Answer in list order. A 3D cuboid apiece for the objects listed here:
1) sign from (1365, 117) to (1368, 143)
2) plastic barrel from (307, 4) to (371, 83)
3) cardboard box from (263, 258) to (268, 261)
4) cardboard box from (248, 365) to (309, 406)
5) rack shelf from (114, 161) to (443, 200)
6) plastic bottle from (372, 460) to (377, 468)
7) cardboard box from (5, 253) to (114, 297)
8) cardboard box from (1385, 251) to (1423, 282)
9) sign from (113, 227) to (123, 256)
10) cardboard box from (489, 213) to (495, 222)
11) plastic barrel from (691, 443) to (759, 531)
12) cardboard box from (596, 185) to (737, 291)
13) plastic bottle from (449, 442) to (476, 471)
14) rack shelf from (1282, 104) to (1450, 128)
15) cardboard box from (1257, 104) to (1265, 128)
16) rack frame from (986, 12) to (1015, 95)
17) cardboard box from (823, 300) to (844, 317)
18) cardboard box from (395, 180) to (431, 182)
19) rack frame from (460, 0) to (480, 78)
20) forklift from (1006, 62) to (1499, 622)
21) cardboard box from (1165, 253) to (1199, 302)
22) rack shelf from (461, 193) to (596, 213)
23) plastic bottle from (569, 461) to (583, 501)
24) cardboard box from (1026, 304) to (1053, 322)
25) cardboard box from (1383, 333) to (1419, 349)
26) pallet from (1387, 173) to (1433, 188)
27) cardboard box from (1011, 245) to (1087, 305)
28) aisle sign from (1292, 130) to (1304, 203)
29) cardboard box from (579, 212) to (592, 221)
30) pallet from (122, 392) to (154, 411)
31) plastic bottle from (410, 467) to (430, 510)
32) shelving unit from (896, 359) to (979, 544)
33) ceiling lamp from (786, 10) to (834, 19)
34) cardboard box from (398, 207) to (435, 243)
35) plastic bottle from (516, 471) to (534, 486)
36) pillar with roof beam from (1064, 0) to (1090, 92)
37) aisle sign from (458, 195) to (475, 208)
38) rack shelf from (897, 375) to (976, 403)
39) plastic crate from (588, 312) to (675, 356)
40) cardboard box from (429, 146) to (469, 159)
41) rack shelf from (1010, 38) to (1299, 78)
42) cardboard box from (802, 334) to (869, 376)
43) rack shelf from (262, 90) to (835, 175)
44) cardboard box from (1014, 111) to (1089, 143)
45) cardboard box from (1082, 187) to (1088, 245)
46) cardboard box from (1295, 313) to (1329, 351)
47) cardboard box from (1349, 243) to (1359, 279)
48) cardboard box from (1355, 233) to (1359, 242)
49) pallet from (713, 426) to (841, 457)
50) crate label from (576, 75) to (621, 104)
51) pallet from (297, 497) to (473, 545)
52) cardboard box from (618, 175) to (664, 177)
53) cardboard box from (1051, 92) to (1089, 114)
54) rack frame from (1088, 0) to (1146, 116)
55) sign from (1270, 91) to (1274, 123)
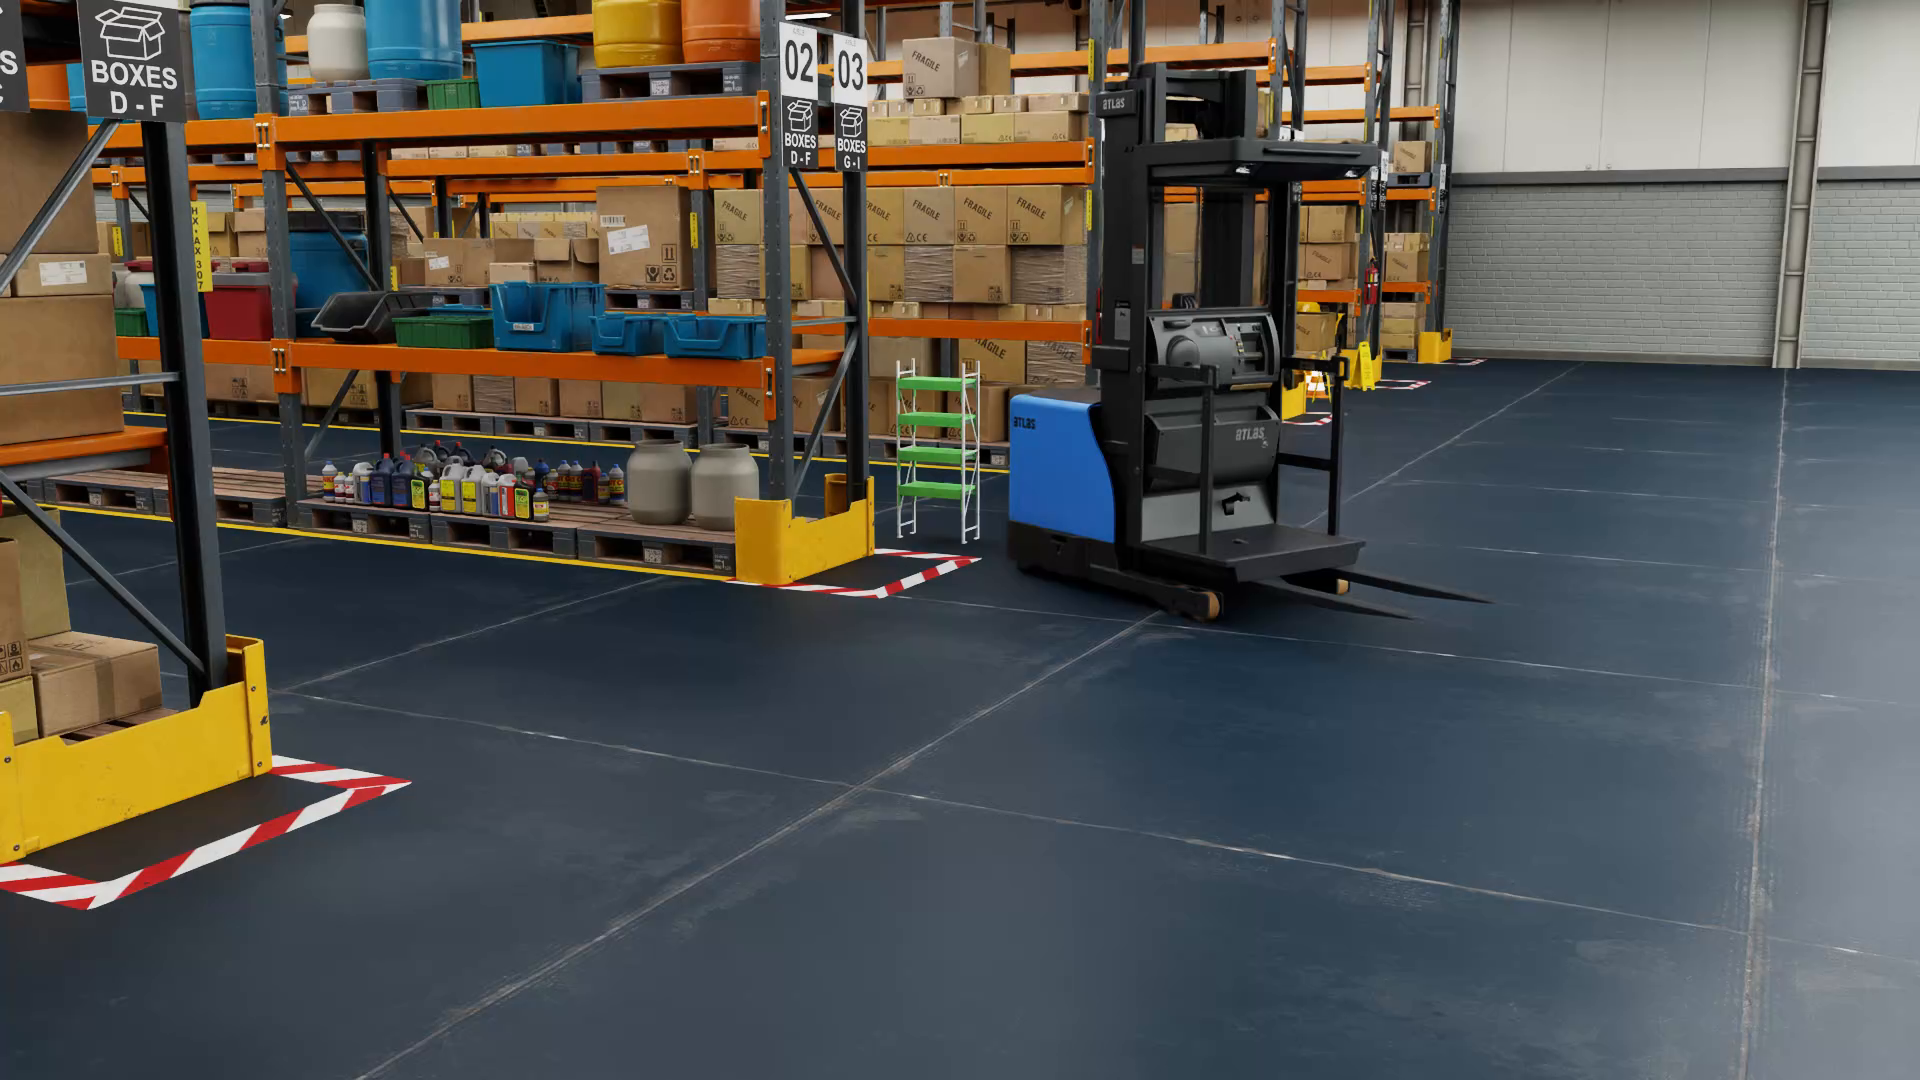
[{"bbox_3d":[5.459,-5.512,22.356,0.005,0.325,0.100,5,11,26],"label":"sign"},{"bbox_3d":[-4.141,-3.302,11.134,0.421,0.512,0.421,0,10,0],"label":"plastic barrel"},{"bbox_3d":[-7.300,-2.864,18.354,0.500,0.500,0.500,5,11,24],"label":"cardboard box"},{"bbox_3d":[-7.242,-2.026,18.787,0.875,0.875,1.225,5,11,26],"label":"cardboard box"},{"bbox_3d":[-7.630,-4.015,18.589,4.000,0.370,1.077,5,11,26],"label":"rack shelf"},{"bbox_3d":[-4.000,-0.410,11.464,0.133,0.283,0.061,5,11,26],"label":"plastic bottle"},{"bbox_3d":[-3.305,-0.957,5.992,0.250,0.149,0.380,5,11,25],"label":"cardboard box"},{"bbox_3d":[7.358,-4.527,27.539,0.500,0.500,0.500,5,11,25],"label":"cardboard box"},{"bbox_3d":[-9.668,-3.427,19.088,0.005,0.325,0.100,5,11,26],"label":"sign"},{"bbox_3d":[-8.163,-5.727,29.544,0.250,0.149,0.380,5,12,27],"label":"cardboard box"},{"bbox_3d":[-1.478,-0.336,10.471,0.421,0.512,0.421,0,10,0],"label":"plastic barrel"},{"bbox_3d":[-2.900,-3.007,16.558,1.000,1.000,1.000,5,11,26],"label":"cardboard box"},{"bbox_3d":[-3.564,-0.522,11.896,0.185,0.351,0.144,4,11,23],"label":"plastic bottle"},{"bbox_3d":[6.122,-7.040,28.001,4.000,0.370,1.077,5,11,26],"label":"rack shelf"},{"bbox_3d":[3.061,-4.688,18.411,0.500,0.250,0.500,5,11,27],"label":"cardboard box"},{"bbox_3d":[0.741,-8.063,30.514,0.127,3.000,1.000,5,11,26],"label":"rack frame"},{"bbox_3d":[-1.058,-2.137,15.321,0.250,0.149,0.380,5,11,26],"label":"cardboard box"},{"bbox_3d":[-7.698,-5.233,23.717,0.500,0.250,0.500,5,12,27],"label":"cardboard box"},{"bbox_3d":[-7.138,-6.787,23.462,0.127,3.000,1.000,5,11,26],"label":"rack frame"},{"bbox_3d":[1.546,-1.105,9.104,1.130,2.935,3.031,-7,12,-35],"label":"forklift"},{"bbox_3d":[2.767,-3.025,19.099,0.550,0.550,0.875,5,11,26],"label":"cardboard box"},{"bbox_3d":[-6.832,-5.913,29.076,4.000,0.370,1.077,5,11,26],"label":"rack shelf"},{"bbox_3d":[-2.649,-0.408,11.485,0.097,0.271,0.097,0,10,0],"label":"plastic bottle"},{"bbox_3d":[0.767,-1.991,14.512,0.250,0.149,0.380,5,11,26],"label":"cardboard box"},{"bbox_3d":[7.355,-3.321,27.698,0.500,0.250,0.500,5,11,26],"label":"cardboard box"},{"bbox_3d":[7.293,-5.973,27.636,1.213,0.211,1.003,5,11,26],"label":"pallet"},{"bbox_3d":[0.857,-2.348,14.666,0.500,0.500,0.875,5,11,26],"label":"cardboard box"},{"bbox_3d":[3.820,-4.211,18.773,0.004,0.787,0.394,5,11,26],"label":"aisle sign"},{"bbox_3d":[-6.339,-5.557,28.605,0.250,0.149,0.380,5,11,25],"label":"cardboard box"},{"bbox_3d":[-10.071,-1.751,20.311,1.213,0.211,1.003,5,11,26],"label":"pallet"},{"bbox_3d":[-3.602,-0.345,11.103,0.133,0.283,0.061,6,12,28],"label":"plastic bottle"},{"bbox_3d":[-0.148,-0.603,11.195,0.503,1.200,0.258,5,11,26],"label":"shelving unit"},{"bbox_3d":[-3.066,-10.834,29.431,2.000,3.185,0.800,5,11,26],"label":"ceiling lamp"},{"bbox_3d":[-7.679,-4.516,23.837,0.500,0.500,0.500,5,11,24],"label":"cardboard box"},{"bbox_3d":[-2.862,-0.310,10.911,0.133,0.283,0.061,5,11,26],"label":"plastic bottle"},{"bbox_3d":[0.405,-7.417,26.943,0.548,9.000,9.100,5,11,26],"label":"pillar with roof beam"},{"bbox_3d":[-8.819,-6.187,29.693,0.004,0.787,0.394,5,11,26],"label":"aisle sign"},{"bbox_3d":[-0.148,-1.013,11.121,0.480,0.148,0.258,5,11,26],"label":"rack shelf"},{"bbox_3d":[-2.015,-1.284,10.322,0.408,0.251,0.499,5,11,26],"label":"plastic crate"},{"bbox_3d":[-5.067,-4.019,17.014,0.500,0.250,0.500,5,12,27],"label":"cardboard box"},{"bbox_3d":[1.830,-5.448,19.207,4.000,0.370,1.077,5,11,26],"label":"rack shelf"},{"bbox_3d":[-1.424,-2.415,21.290,0.750,0.750,1.050,5,11,26],"label":"cardboard box"},{"bbox_3d":[-2.647,-2.594,10.735,4.000,0.370,1.077,5,11,26],"label":"rack shelf"},{"bbox_3d":[0.793,-3.505,14.170,0.500,0.250,0.500,5,12,27],"label":"cardboard box"},{"bbox_3d":[0.965,-2.879,14.794,0.500,0.500,0.500,5,11,26],"label":"cardboard box"},{"bbox_3d":[4.889,-2.932,23.443,0.500,0.500,0.500,5,11,26],"label":"cardboard box"},{"bbox_3d":[5.421,-3.965,23.599,0.500,0.500,0.500,5,11,25],"label":"cardboard box"},{"bbox_3d":[6.547,-5.055,27.801,0.250,0.149,0.380,5,12,27],"label":"cardboard box"},{"bbox_3d":[-1.631,-1.001,16.167,1.213,0.211,1.003,5,11,26],"label":"pallet"},{"bbox_3d":[-2.386,-2.917,10.920,0.408,0.251,0.502,5,11,26],"label":"crate label"},{"bbox_3d":[-3.857,-0.197,11.728,1.213,0.211,1.003,5,11,26],"label":"pallet"},{"bbox_3d":[-4.176,-5.049,22.003,0.500,0.500,0.500,5,11,26],"label":"cardboard box"},{"bbox_3d":[0.951,-3.675,13.994,0.250,0.149,0.380,5,11,26],"label":"cardboard box"},{"bbox_3d":[1.338,-5.057,13.904,0.127,3.000,1.000,5,11,26],"label":"rack frame"},{"bbox_3d":[3.371,-4.676,17.959,0.005,0.325,0.100,5,11,26],"label":"sign"}]
